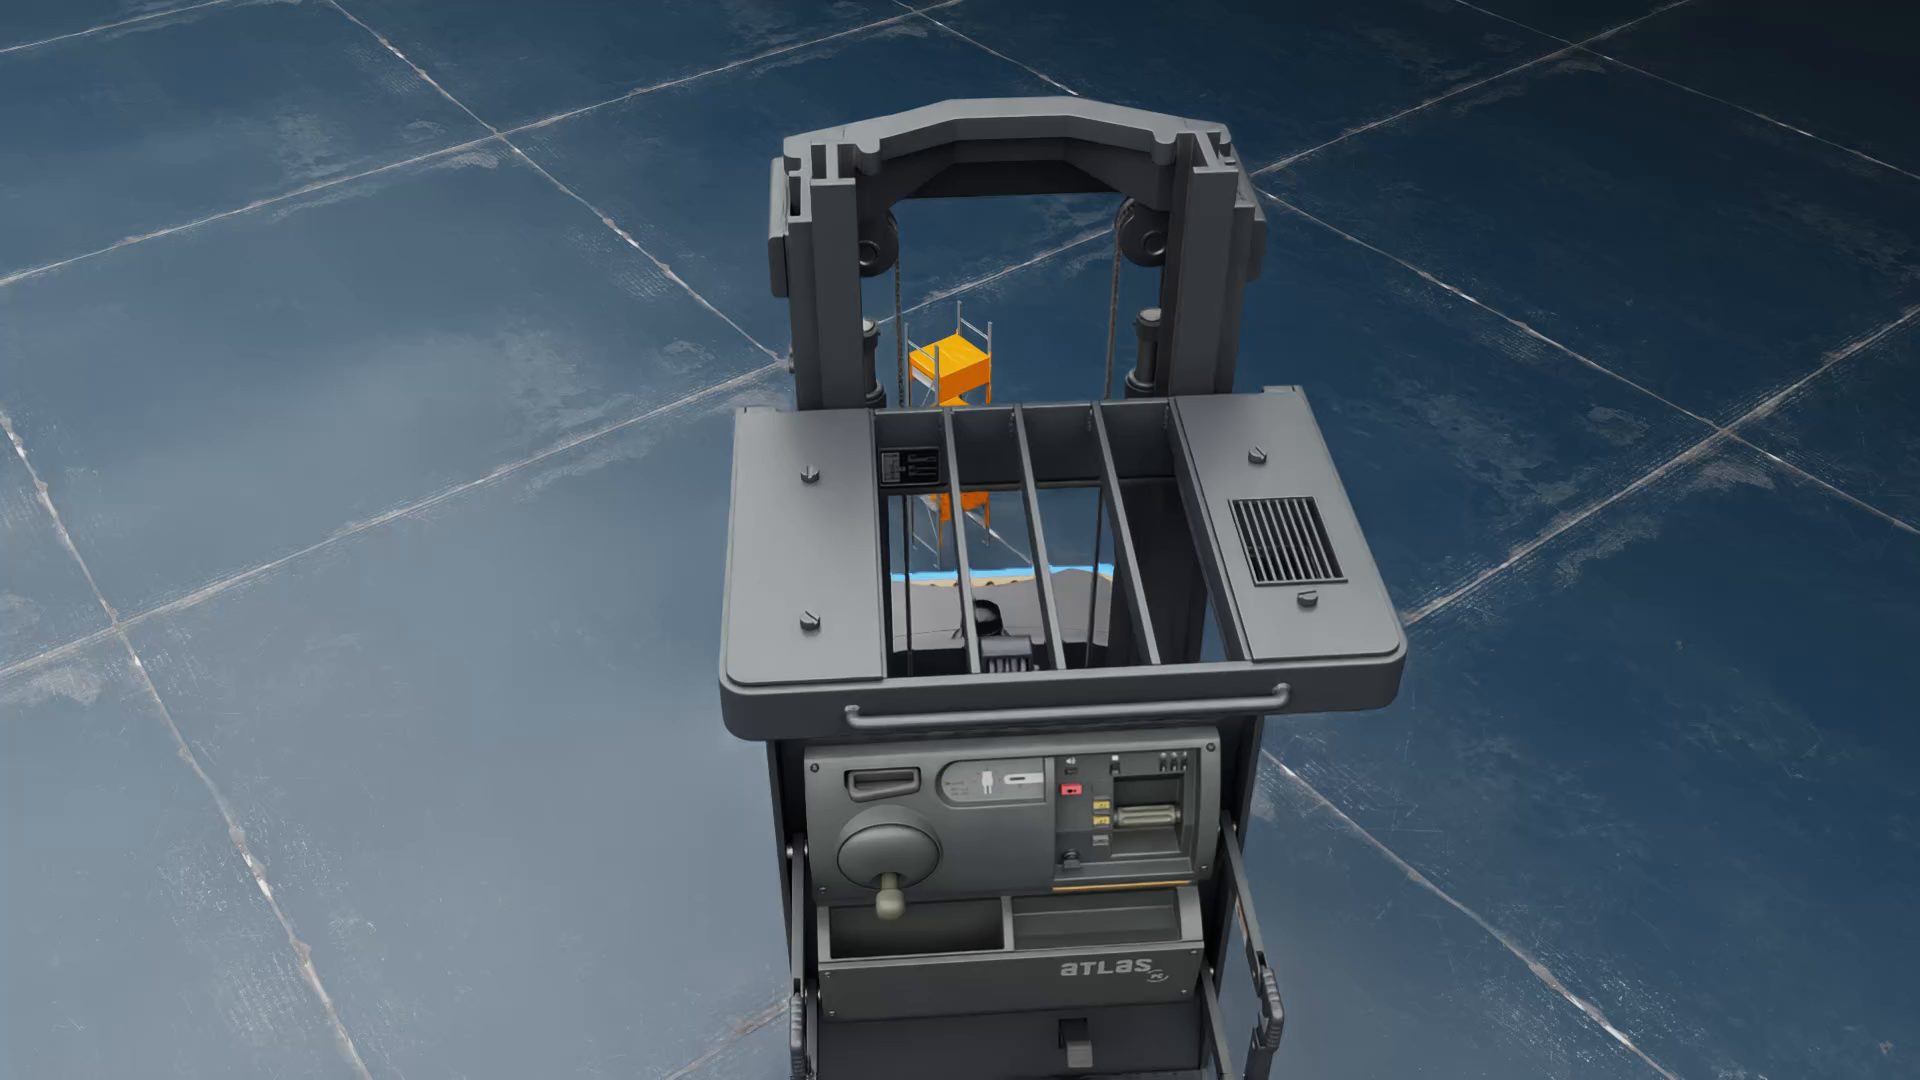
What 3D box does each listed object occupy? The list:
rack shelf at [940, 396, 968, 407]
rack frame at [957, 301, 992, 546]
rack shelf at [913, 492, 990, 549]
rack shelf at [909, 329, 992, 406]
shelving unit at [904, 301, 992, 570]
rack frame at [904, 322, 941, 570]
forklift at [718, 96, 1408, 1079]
[{"bbox_3d":[-0.042,-0.377,6.399,0.240,0.259,0.215,-26,46,-28],"label":"rack shelf"},{"bbox_3d":[0.054,-0.432,6.449,0.008,1.050,0.200,-26,46,-28],"label":"rack frame"},{"bbox_3d":[-0.042,-0.162,6.575,0.240,0.259,0.215,-26,46,-28],"label":"rack shelf"},{"bbox_3d":[-0.042,-0.596,6.219,0.240,0.259,0.215,-26,46,-28],"label":"rack shelf"},{"bbox_3d":[-0.042,-0.385,6.392,0.252,1.050,0.215,-26,46,-28],"label":"shelving unit"},{"bbox_3d":[-0.139,-0.338,6.334,0.008,1.050,0.200,-26,46,-28],"label":"rack frame"},{"bbox_3d":[0.138,0.713,3.570,1.130,2.935,3.031,-3,39,-3],"label":"forklift"}]
